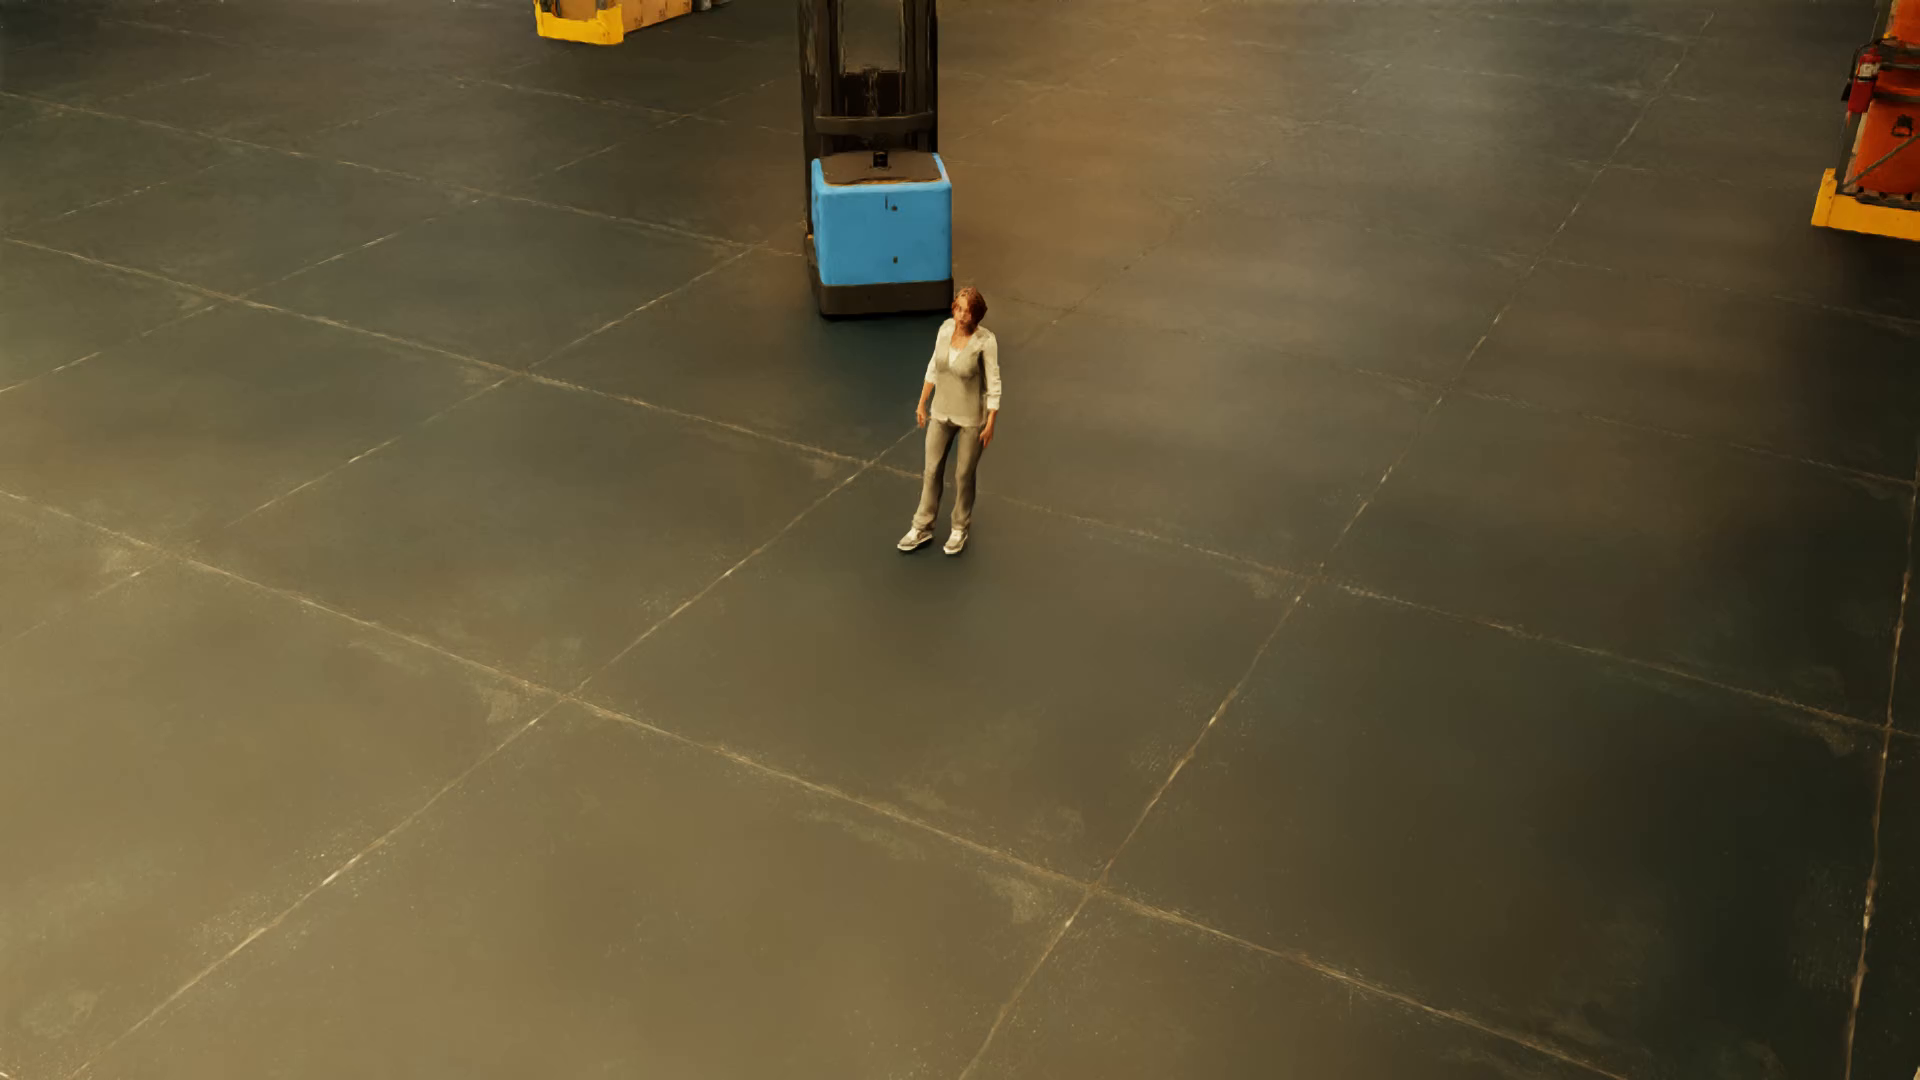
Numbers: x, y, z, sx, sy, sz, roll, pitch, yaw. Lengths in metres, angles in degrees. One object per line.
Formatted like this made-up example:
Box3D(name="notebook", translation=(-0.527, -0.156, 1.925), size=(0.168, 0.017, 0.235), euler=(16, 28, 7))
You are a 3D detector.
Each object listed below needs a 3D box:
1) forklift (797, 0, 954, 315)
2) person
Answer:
Box3D(name="forklift", translation=(-0.763, -3.730, 13.533), size=(1.130, 2.935, 3.031), euler=(-4, 30, -7))
Box3D(name="person", translation=(-0.048, -0.669, 9.550), size=(0.521, 1.597, 0.474), euler=(15, 33, 25))
